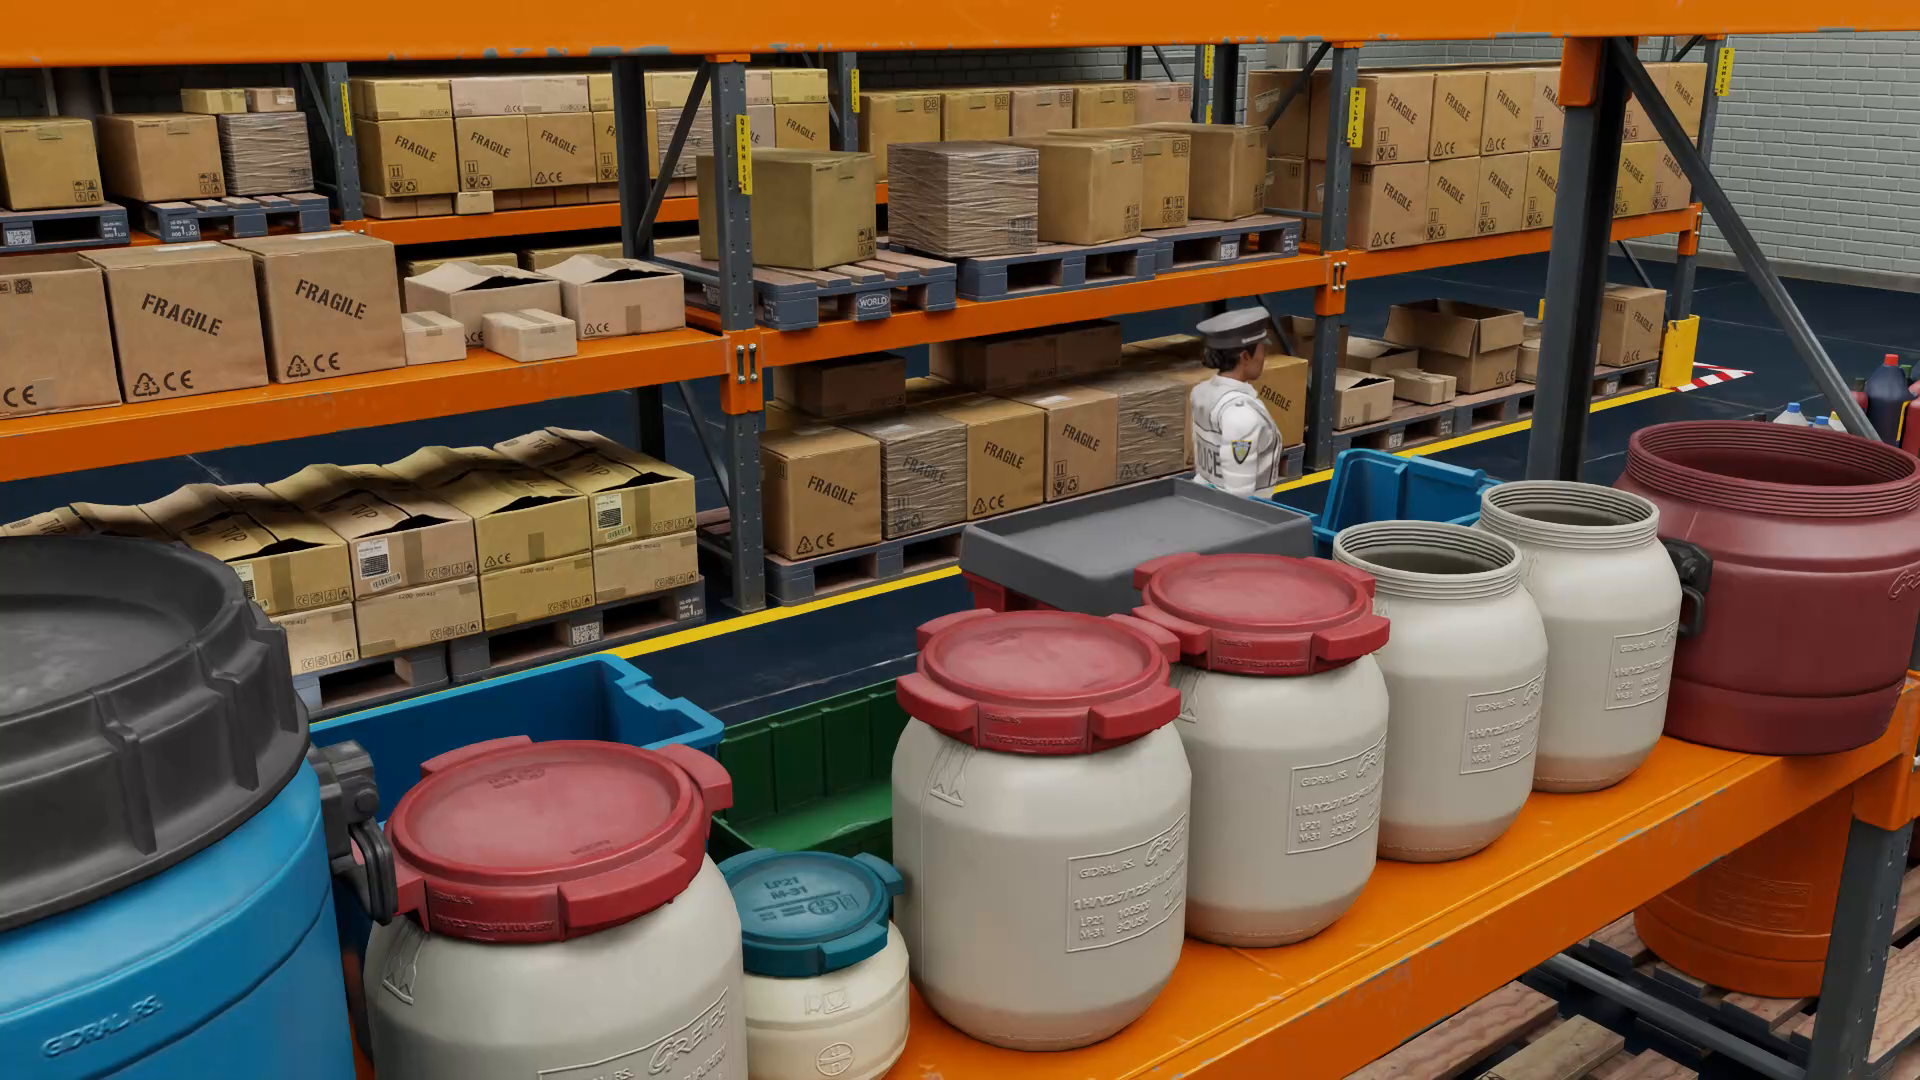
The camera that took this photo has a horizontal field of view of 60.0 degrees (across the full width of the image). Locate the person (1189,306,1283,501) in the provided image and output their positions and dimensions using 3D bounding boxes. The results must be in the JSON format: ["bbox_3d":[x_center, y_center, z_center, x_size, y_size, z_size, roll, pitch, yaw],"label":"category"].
[{"bbox_3d":[1.070,-0.025,6.088,0.633,1.667,0.476,-4,18,-12],"label":"person"}]
